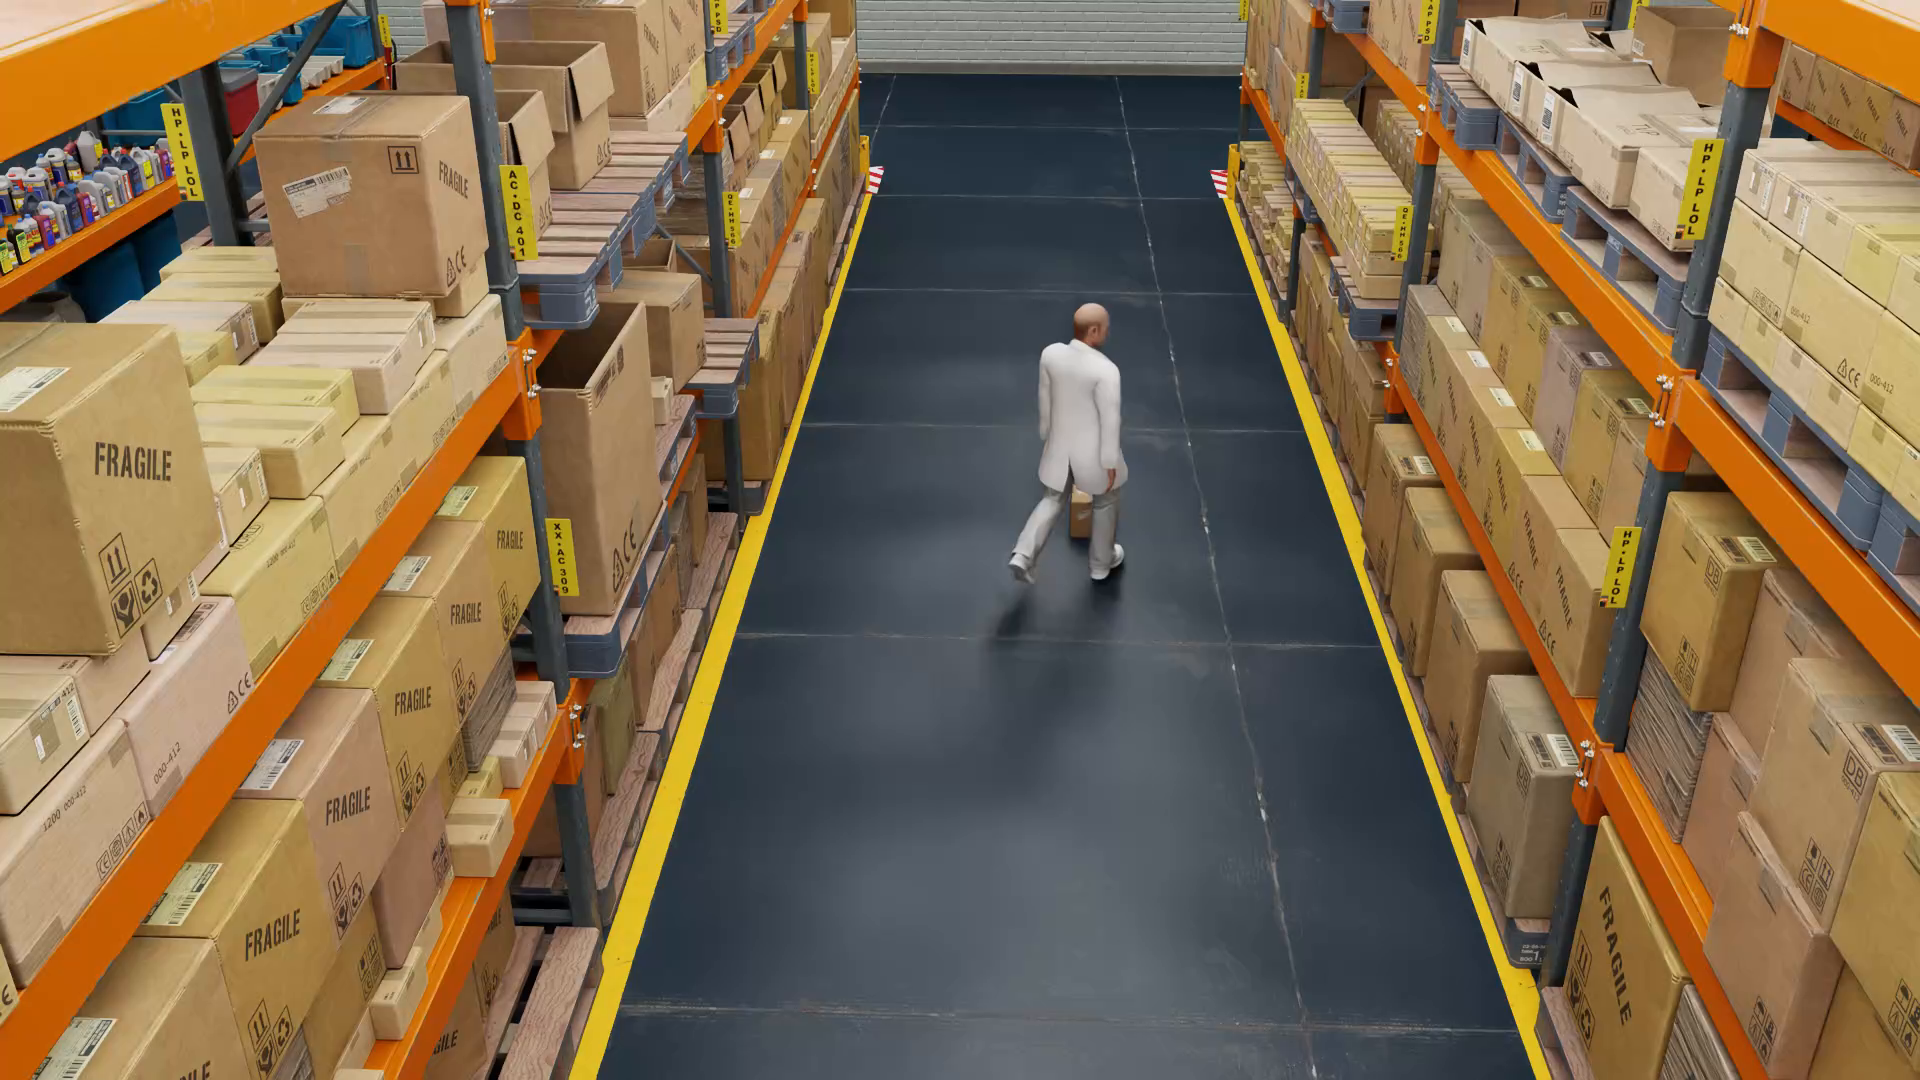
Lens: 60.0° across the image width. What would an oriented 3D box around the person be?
[{"bbox_3d":[0.682,-0.520,9.613,0.597,1.752,0.943,18,33,31],"label":"person"}]
